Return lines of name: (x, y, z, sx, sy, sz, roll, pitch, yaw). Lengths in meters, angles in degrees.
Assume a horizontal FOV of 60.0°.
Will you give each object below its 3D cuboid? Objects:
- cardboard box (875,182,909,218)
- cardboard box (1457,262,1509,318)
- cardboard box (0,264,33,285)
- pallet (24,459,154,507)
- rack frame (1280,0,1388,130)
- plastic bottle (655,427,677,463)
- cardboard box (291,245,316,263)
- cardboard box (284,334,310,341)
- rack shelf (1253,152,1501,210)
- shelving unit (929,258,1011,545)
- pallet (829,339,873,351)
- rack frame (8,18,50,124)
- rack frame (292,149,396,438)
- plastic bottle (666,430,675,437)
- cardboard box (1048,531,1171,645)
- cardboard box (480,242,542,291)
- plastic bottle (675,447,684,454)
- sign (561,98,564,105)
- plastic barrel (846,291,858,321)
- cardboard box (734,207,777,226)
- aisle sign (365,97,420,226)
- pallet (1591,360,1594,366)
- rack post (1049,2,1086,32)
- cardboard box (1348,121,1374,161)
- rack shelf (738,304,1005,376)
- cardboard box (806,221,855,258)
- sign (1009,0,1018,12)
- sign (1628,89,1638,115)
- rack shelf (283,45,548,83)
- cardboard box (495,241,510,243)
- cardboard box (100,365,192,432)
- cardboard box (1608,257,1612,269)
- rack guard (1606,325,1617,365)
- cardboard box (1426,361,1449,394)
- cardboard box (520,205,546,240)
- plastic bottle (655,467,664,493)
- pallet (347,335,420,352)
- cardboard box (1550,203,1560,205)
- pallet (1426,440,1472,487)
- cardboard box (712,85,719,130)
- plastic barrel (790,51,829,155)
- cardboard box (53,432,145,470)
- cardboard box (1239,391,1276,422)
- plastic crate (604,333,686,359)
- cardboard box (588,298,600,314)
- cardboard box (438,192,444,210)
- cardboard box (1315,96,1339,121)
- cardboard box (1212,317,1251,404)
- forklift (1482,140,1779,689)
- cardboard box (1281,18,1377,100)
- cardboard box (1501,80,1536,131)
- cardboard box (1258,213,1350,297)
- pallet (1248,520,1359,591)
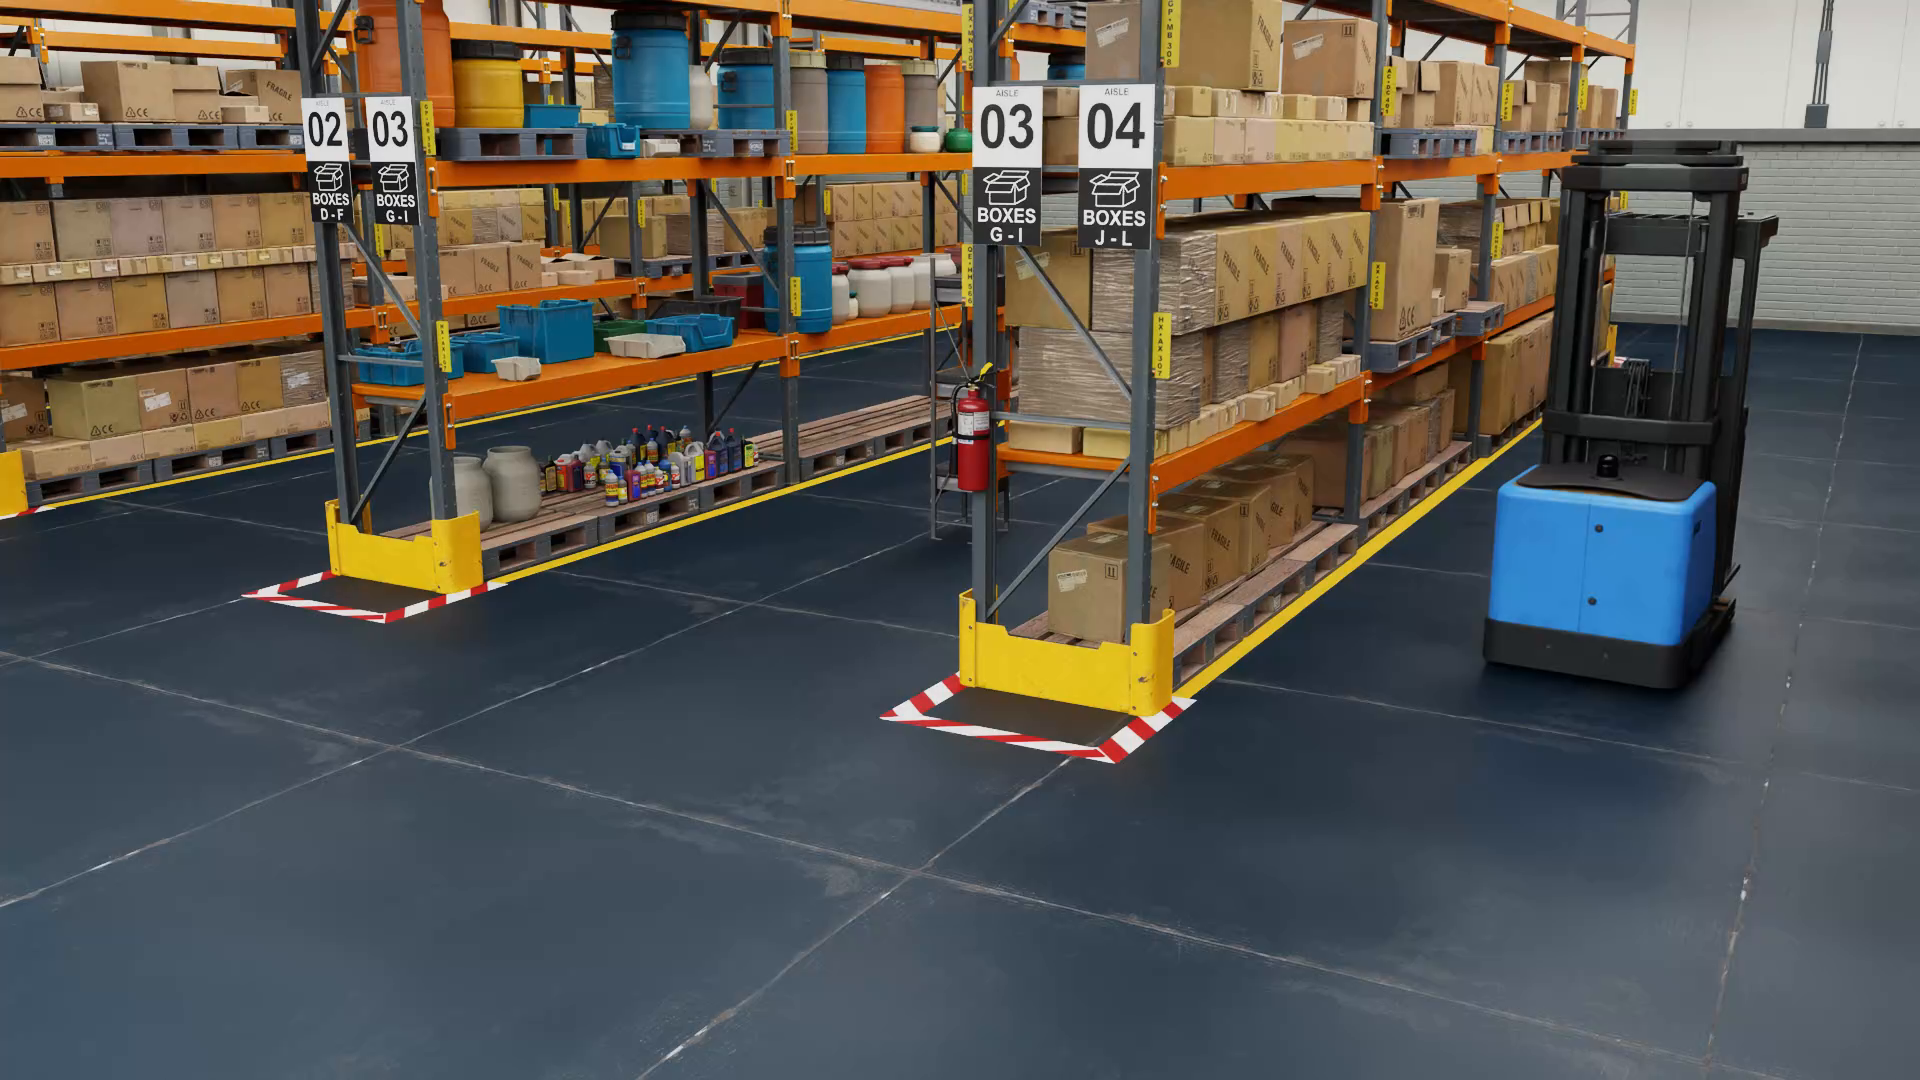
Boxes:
cardboard box: (-1.117, -5.116, 25.007, 0.500, 0.500, 0.500, 8, 16, 30)
cardboard box: (4.872, -2.373, 15.762, 0.500, 0.500, 0.500, 8, 16, 30)
cardboard box: (-7.761, -2.157, 13.484, 0.380, 0.149, 0.250, 7, 15, 28)
pallet: (-7.806, -0.543, 14.336, 1.003, 0.211, 1.213, 7, 15, 28)
rack frame: (2.465, -4.351, 11.381, 1.000, 3.000, 0.127, 7, 15, 28)
plastic bottle: (-2.498, -0.787, 14.111, 0.144, 0.351, 0.185, 7, 15, 28)
cardboard box: (-6.395, -2.737, 15.890, 0.380, 0.149, 0.250, 7, 15, 26)
cardboard box: (-8.912, -2.784, 22.076, 0.700, 0.500, 0.500, 8, 16, 29)
rack shelf: (3.432, -2.953, 13.519, 1.077, 0.370, 4.000, 7, 15, 28)
shelving unit: (0.080, -1.055, 12.428, 0.431, 2.100, 0.503, 7, 15, 28)
pallet: (-2.005, -2.984, 24.462, 1.003, 0.211, 1.213, 7, 15, 28)
rack frame: (-10.544, -6.035, 18.365, 1.000, 3.000, 0.127, 7, 15, 28)
rack frame: (-6.205, -2.558, 16.743, 1.000, 3.000, 0.127, 7, 15, 28)
plastic bottle: (-2.541, -0.800, 14.326, 0.152, 0.276, 0.135, 8, 16, 30)
cardboard box: (0.848, 0.271, 9.447, 0.500, 0.500, 0.500, 11, 17, 38)
cardboard box: (-5.069, -3.081, 18.700, 0.500, 0.500, 0.500, 6, 15, 25)
plastic bottle: (-2.281, -0.625, 13.583, 0.061, 0.283, 0.133, 7, 15, 28)
sign: (-4.746, -5.150, 19.992, 0.100, 0.325, 0.005, 7, 15, 28)
plastic barrel: (-1.097, -2.183, 15.482, 0.301, 0.262, 0.301, 0, 14, 0)
cardboard box: (-2.763, -4.380, 23.192, 0.700, 0.500, 0.500, 2, 14, 9)
aisle sign: (-3.583, -2.391, 10.504, 0.394, 0.787, 0.004, 7, 15, 28)
pallet: (7.357, -2.119, 20.872, 1.003, 0.211, 1.213, 7, 15, 28)
rack post: (1.129, -5.881, 18.793, 0.937, 0.300, 0.954, 9, 16, 34)
cardboard box: (2.473, -2.697, 11.240, 0.500, 0.250, 0.500, 8, 16, 30)
rack shelf: (-0.904, -2.056, 16.198, 1.077, 0.370, 4.000, 7, 15, 28)
cardboard box: (-1.853, -4.321, 23.845, 0.500, 0.500, 0.500, 8, 16, 30)
sign: (0.548, -5.515, 16.898, 0.100, 0.325, 0.005, 7, 15, 28)
sign: (8.734, -5.682, 21.583, 0.100, 0.325, 0.005, 7, 15, 28)
rack shelf: (-7.643, -6.722, 23.602, 1.077, 0.370, 4.000, 7, 15, 28)
cardboard box: (-6.934, -4.382, 24.805, 0.380, 0.149, 0.250, 7, 15, 28)
cardboard box: (-7.215, -1.261, 14.734, 0.500, 0.500, 0.500, 7, 15, 28)
cardboard box: (8.258, -3.611, 21.646, 0.380, 0.149, 0.250, 8, 15, 29)
rack guard: (8.277, -2.686, 22.610, 1.175, 0.500, 0.348, 7, 15, 28)
cardboard box: (4.101, -1.478, 15.057, 0.500, 0.250, 0.500, 8, 16, 30)
cardboard box: (-6.679, -4.839, 25.316, 0.500, 0.500, 0.500, 7, 15, 27)
plastic bottle: (-2.394, -0.476, 13.142, 0.097, 0.201, 0.097, 0, 14, 0)
pallet: (-8.163, -2.737, 23.434, 1.003, 0.211, 1.213, 7, 15, 28)
cardboard box: (7.032, -3.682, 19.490, 0.500, 0.500, 0.500, 7, 15, 28)
pallet: (4.019, -0.740, 15.151, 1.003, 0.211, 1.213, 7, 15, 28)
cardboard box: (-3.288, -5.590, 21.596, 0.600, 0.600, 0.600, 7, 15, 26)
plastic barrel: (-1.499, -3.961, 15.093, 0.600, 0.901, 0.600, 0, 14, 0)
cardboard box: (-7.447, -0.792, 14.391, 0.500, 0.250, 0.500, 7, 15, 28)
cardboard box: (1.688, -0.820, 10.071, 0.380, 0.149, 0.250, 7, 15, 28)
plastic crate: (-2.434, -1.506, 12.942, 0.530, 0.136, 0.437, 7, 15, 28)
cardboard box: (-6.225, -3.890, 26.708, 0.700, 0.500, 0.500, 8, 16, 29)
cardboard box: (-7.667, -4.784, 23.485, 0.500, 0.250, 0.500, 7, 15, 28)
cardboard box: (2.195, -2.749, 10.605, 0.380, 0.149, 0.250, 7, 15, 26)
cardboard box: (1.237, -1.131, 9.976, 0.875, 0.500, 0.500, 7, 15, 28)
forklift: (4.185, -0.912, 10.063, 1.130, 2.935, 3.031, 8, 16, 31)
cardboard box: (2.470, -3.208, 11.125, 0.500, 0.500, 0.500, 7, 15, 26)
cardboard box: (5.367, -4.389, 16.824, 0.797, 0.503, 0.637, 7, 15, 27)
cardboard box: (2.247, -1.888, 10.982, 0.500, 0.500, 0.500, 7, 15, 28)
pallet: (2.171, 0.063, 11.823, 1.003, 0.211, 1.213, 7, 15, 28)
